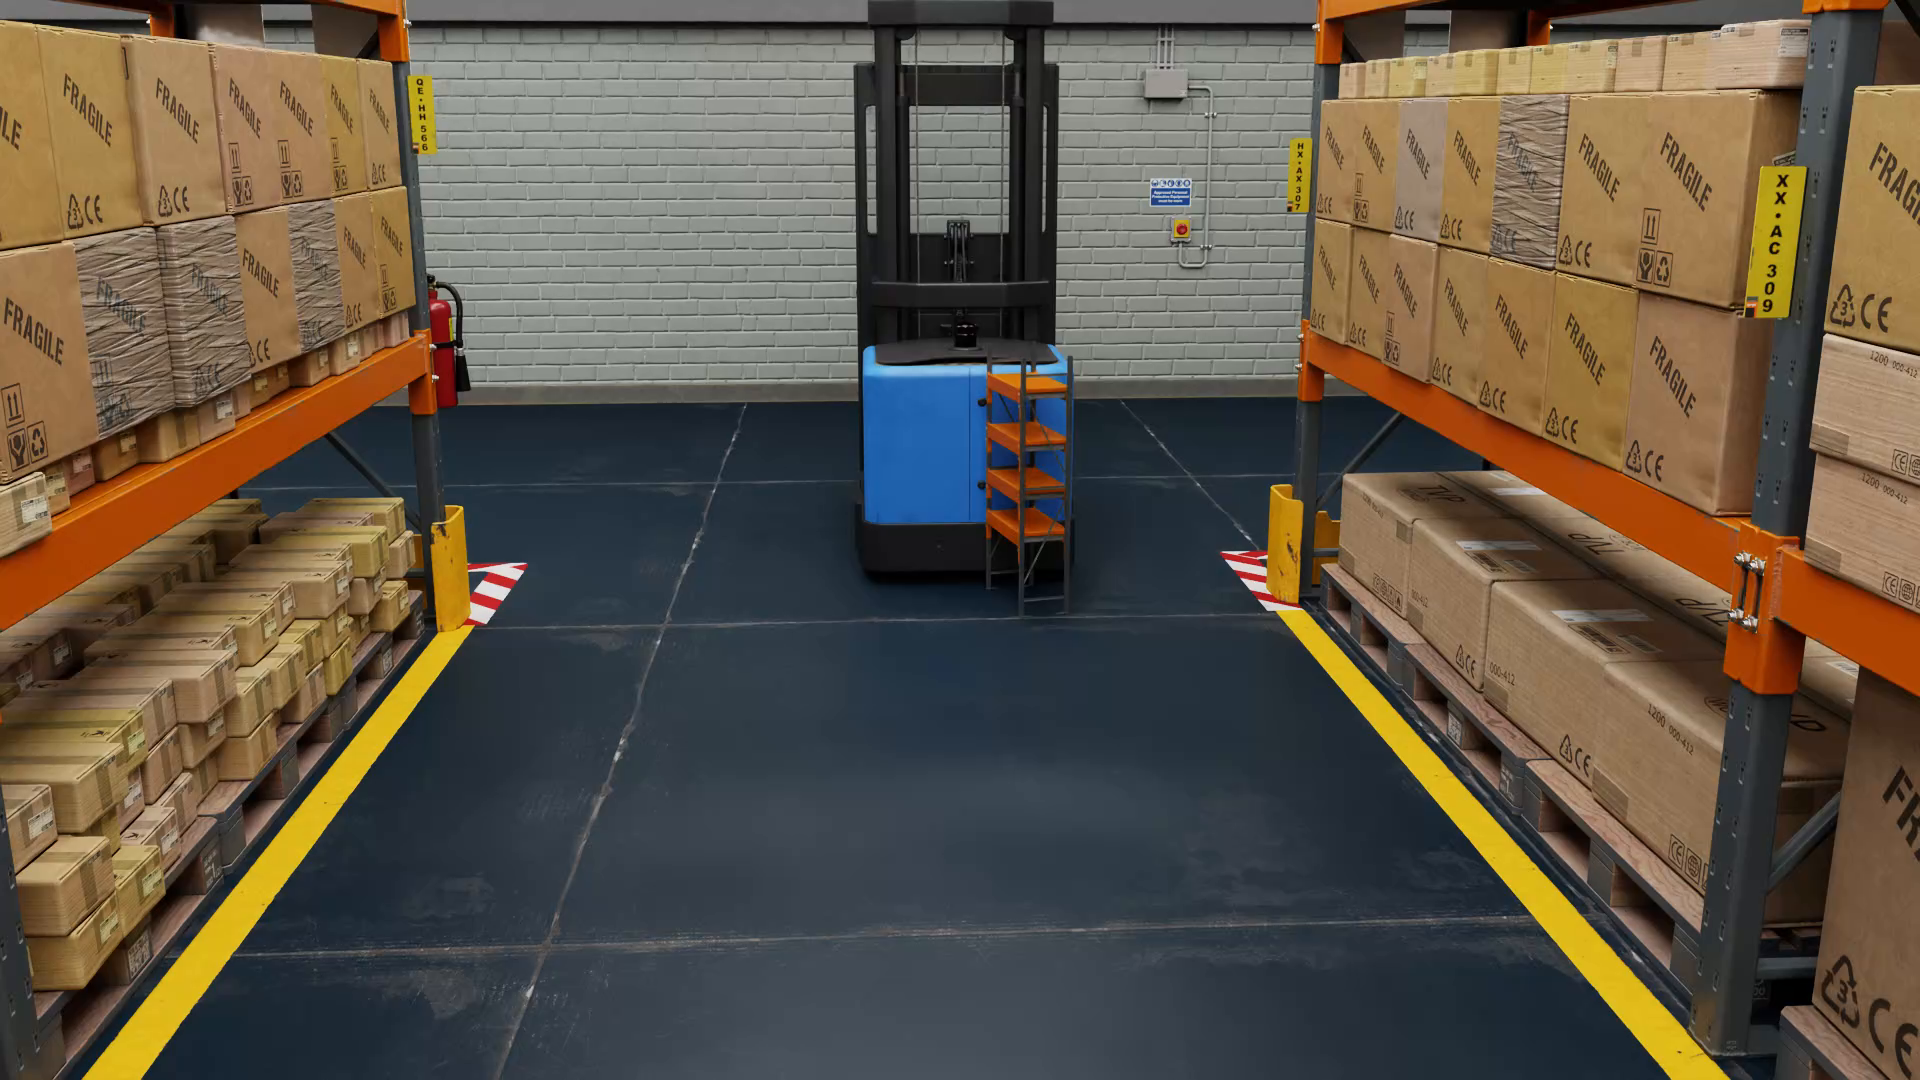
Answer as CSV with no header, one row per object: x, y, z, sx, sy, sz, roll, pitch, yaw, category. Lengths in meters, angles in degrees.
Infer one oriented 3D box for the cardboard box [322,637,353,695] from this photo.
-2.452,0.464,6.084,0.380,0.149,0.250,-2,15,-6,cardboard box

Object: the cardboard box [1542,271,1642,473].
2.014,-0.489,4.706,0.500,0.500,0.500,-1,14,-5,cardboard box

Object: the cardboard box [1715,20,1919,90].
1.999,-1.120,3.850,0.380,0.149,0.250,-1,14,-5,cardboard box

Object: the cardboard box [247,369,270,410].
-2.520,-0.509,5.488,0.380,0.149,0.250,-1,14,-2,cardboard box

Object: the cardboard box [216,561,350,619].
-2.435,0.180,5.993,0.380,0.149,0.250,0,14,-1,cardboard box

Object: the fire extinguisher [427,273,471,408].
-2.402,-0.946,7.588,0.296,0.674,0.183,-1,14,-3,fire extinguisher

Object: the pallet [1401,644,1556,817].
2.288,0.655,6.058,1.003,0.211,1.213,-1,14,-3,pallet

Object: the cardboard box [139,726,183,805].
-2.472,0.650,4.763,0.380,0.149,0.250,-2,15,-6,cardboard box

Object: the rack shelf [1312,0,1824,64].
2.212,-1.803,5.438,1.077,0.370,4.000,-1,14,-3,rack shelf

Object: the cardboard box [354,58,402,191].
-2.570,-1.661,6.659,0.500,0.500,0.500,-1,14,-5,cardboard box

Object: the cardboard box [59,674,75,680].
-2.948,0.533,5.218,0.380,0.149,0.250,-2,15,-6,cardboard box

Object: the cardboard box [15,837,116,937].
-2.302,0.838,4.030,0.380,0.149,0.250,0,14,-1,cardboard box

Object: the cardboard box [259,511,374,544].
-2.603,-0.014,6.747,0.380,0.149,0.250,-1,14,-2,cardboard box

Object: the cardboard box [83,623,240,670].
-2.509,0.373,5.240,0.380,0.149,0.250,-1,15,-6,cardboard box

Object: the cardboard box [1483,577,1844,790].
2.348,0.456,5.534,0.875,0.438,0.875,-1,14,-5,cardboard box

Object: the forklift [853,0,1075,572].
-0.034,-1.576,9.270,1.130,2.935,3.031,-1,14,-3,forklift

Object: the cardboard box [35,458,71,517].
-2.380,-0.117,3.964,0.380,0.149,0.250,0,14,-2,cardboard box

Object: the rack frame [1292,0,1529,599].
2.088,-1.196,7.655,1.000,3.000,0.127,-1,14,-3,rack frame

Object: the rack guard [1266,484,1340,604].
2.086,0.009,7.990,1.175,0.500,0.348,-1,14,-3,rack guard

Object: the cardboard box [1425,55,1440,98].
1.925,-1.690,6.066,0.380,0.149,0.250,-1,14,-3,cardboard box

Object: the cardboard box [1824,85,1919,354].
2.076,-0.620,3.209,0.500,0.500,0.500,-1,14,-3,cardboard box

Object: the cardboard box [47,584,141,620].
-3.052,0.257,5.692,0.380,0.149,0.250,-1,14,-3,cardboard box

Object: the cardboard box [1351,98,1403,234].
1.872,-1.477,6.538,0.500,0.500,0.500,-1,14,-5,cardboard box

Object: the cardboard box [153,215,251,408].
-2.411,-0.668,4.805,0.500,0.500,0.500,-1,14,-5,cardboard box

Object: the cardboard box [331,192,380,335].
-2.535,-1.051,6.294,0.500,0.500,0.500,-1,14,-4,cardboard box

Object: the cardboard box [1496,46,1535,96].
1.952,-1.500,5.326,0.380,0.149,0.250,-1,14,-3,cardboard box

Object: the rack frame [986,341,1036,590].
0.243,-0.348,7.970,0.240,1.200,0.015,-4,15,-16,rack frame

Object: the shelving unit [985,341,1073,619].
0.314,-0.289,7.743,0.258,1.200,0.503,-4,15,-16,shelving unit

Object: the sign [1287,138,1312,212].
1.533,-1.647,7.510,0.100,0.325,0.005,-1,14,-3,sign

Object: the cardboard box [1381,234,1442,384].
1.903,-0.869,6.182,0.500,0.500,0.500,-1,14,-4,cardboard box

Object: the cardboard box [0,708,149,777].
-2.436,0.569,4.480,0.380,0.149,0.250,-1,14,-4,cardboard box

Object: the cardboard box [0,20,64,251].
-2.384,-0.892,3.671,0.500,0.500,0.500,-1,14,-2,cardboard box

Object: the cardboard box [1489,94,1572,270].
1.966,-1.100,5.074,0.500,0.500,0.500,-1,14,-3,cardboard box

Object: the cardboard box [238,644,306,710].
-2.408,0.455,5.518,0.380,0.149,0.250,-1,14,-3,cardboard box

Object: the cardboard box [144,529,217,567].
-3.128,0.062,6.452,0.380,0.149,0.250,-1,14,-4,cardboard box

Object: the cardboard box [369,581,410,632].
-2.489,0.273,6.825,0.380,0.149,0.250,0,14,-2,cardboard box

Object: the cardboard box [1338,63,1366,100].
1.833,-1.950,7.078,0.380,0.149,0.250,-1,14,-2,cardboard box

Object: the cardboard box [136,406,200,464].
-2.410,-0.314,4.730,0.380,0.149,0.250,-1,14,-2,cardboard box

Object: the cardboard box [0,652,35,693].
-3.006,0.449,4.948,0.380,0.149,0.250,-2,15,-6,cardboard box

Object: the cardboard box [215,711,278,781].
-2.422,0.660,5.320,0.380,0.149,0.250,-1,14,-5,cardboard box

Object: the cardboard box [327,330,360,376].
-2.497,-0.708,6.264,0.380,0.149,0.250,0,14,-2,cardboard box

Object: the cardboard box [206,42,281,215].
-2.462,-1.275,5.156,0.500,0.500,0.500,-1,14,-5,cardboard box

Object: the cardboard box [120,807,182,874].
-2.384,0.855,4.563,0.380,0.149,0.250,-1,14,-4,cardboard box

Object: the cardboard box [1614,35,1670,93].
2.051,-1.312,4.596,0.380,0.149,0.250,-1,14,-4,cardboard box

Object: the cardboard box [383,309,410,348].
-2.544,-0.896,6.994,0.380,0.149,0.250,-1,14,-3,cardboard box

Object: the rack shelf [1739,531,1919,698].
2.459,0.645,1.945,1.077,0.370,4.000,-1,14,-3,rack shelf

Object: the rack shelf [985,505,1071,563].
0.314,-0.032,7.810,0.258,0.148,0.480,-4,15,-16,rack shelf

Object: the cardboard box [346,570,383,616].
-2.495,0.195,6.531,0.380,0.149,0.250,-1,15,-6,cardboard box

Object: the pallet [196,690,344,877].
-2.754,0.780,5.571,1.003,0.211,1.213,-1,14,-3,pallet

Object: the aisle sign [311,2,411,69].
-2.552,-2.376,7.025,0.394,0.787,0.004,-1,14,-3,aisle sign
